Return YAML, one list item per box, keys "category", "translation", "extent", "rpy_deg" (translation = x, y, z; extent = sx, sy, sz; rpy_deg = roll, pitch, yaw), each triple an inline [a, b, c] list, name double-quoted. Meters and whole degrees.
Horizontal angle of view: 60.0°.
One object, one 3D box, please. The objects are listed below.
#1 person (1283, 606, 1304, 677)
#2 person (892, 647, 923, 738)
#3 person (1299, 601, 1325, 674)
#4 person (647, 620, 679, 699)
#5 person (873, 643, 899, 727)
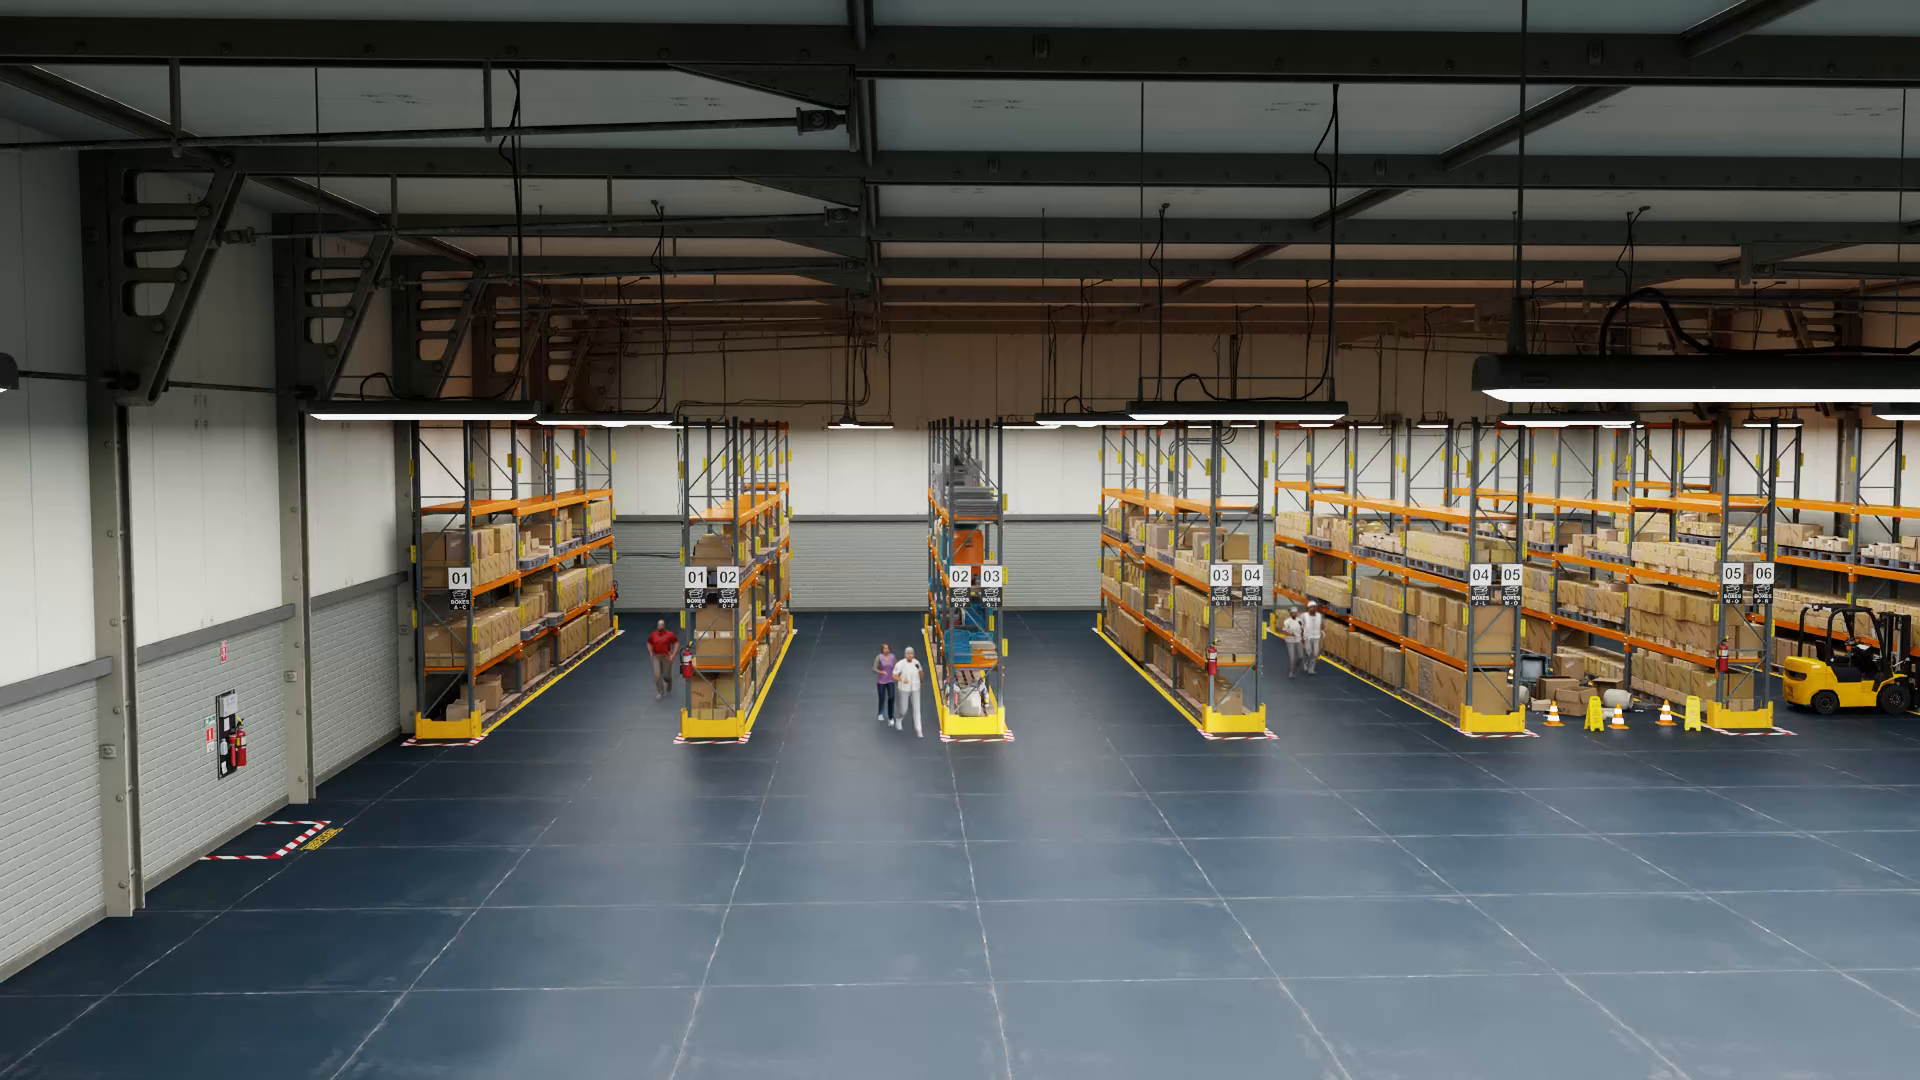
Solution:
- category: "person"
  translation: [7.765, 2.370, 38.528]
  extent: [0.554, 1.665, 0.611]
  rpy_deg: [-1, 4, -10]
- category: "person"
  translation: [-0.966, 2.843, 31.325]
  extent: [0.638, 1.669, 0.896]
  rpy_deg: [-1, 4, -16]
- category: "person"
  translation: [8.293, 2.309, 39.183]
  extent: [0.674, 1.749, 0.546]
  rpy_deg: [0, 4, -7]
- category: "person"
  translation: [-6.395, 2.554, 35.777]
  extent: [0.690, 1.690, 0.618]
  rpy_deg: [0, 4, 0]
- category: "person"
  translation: [-1.439, 2.819, 32.420]
  extent: [0.555, 1.662, 0.707]
  rpy_deg: [-1, 4, -13]
